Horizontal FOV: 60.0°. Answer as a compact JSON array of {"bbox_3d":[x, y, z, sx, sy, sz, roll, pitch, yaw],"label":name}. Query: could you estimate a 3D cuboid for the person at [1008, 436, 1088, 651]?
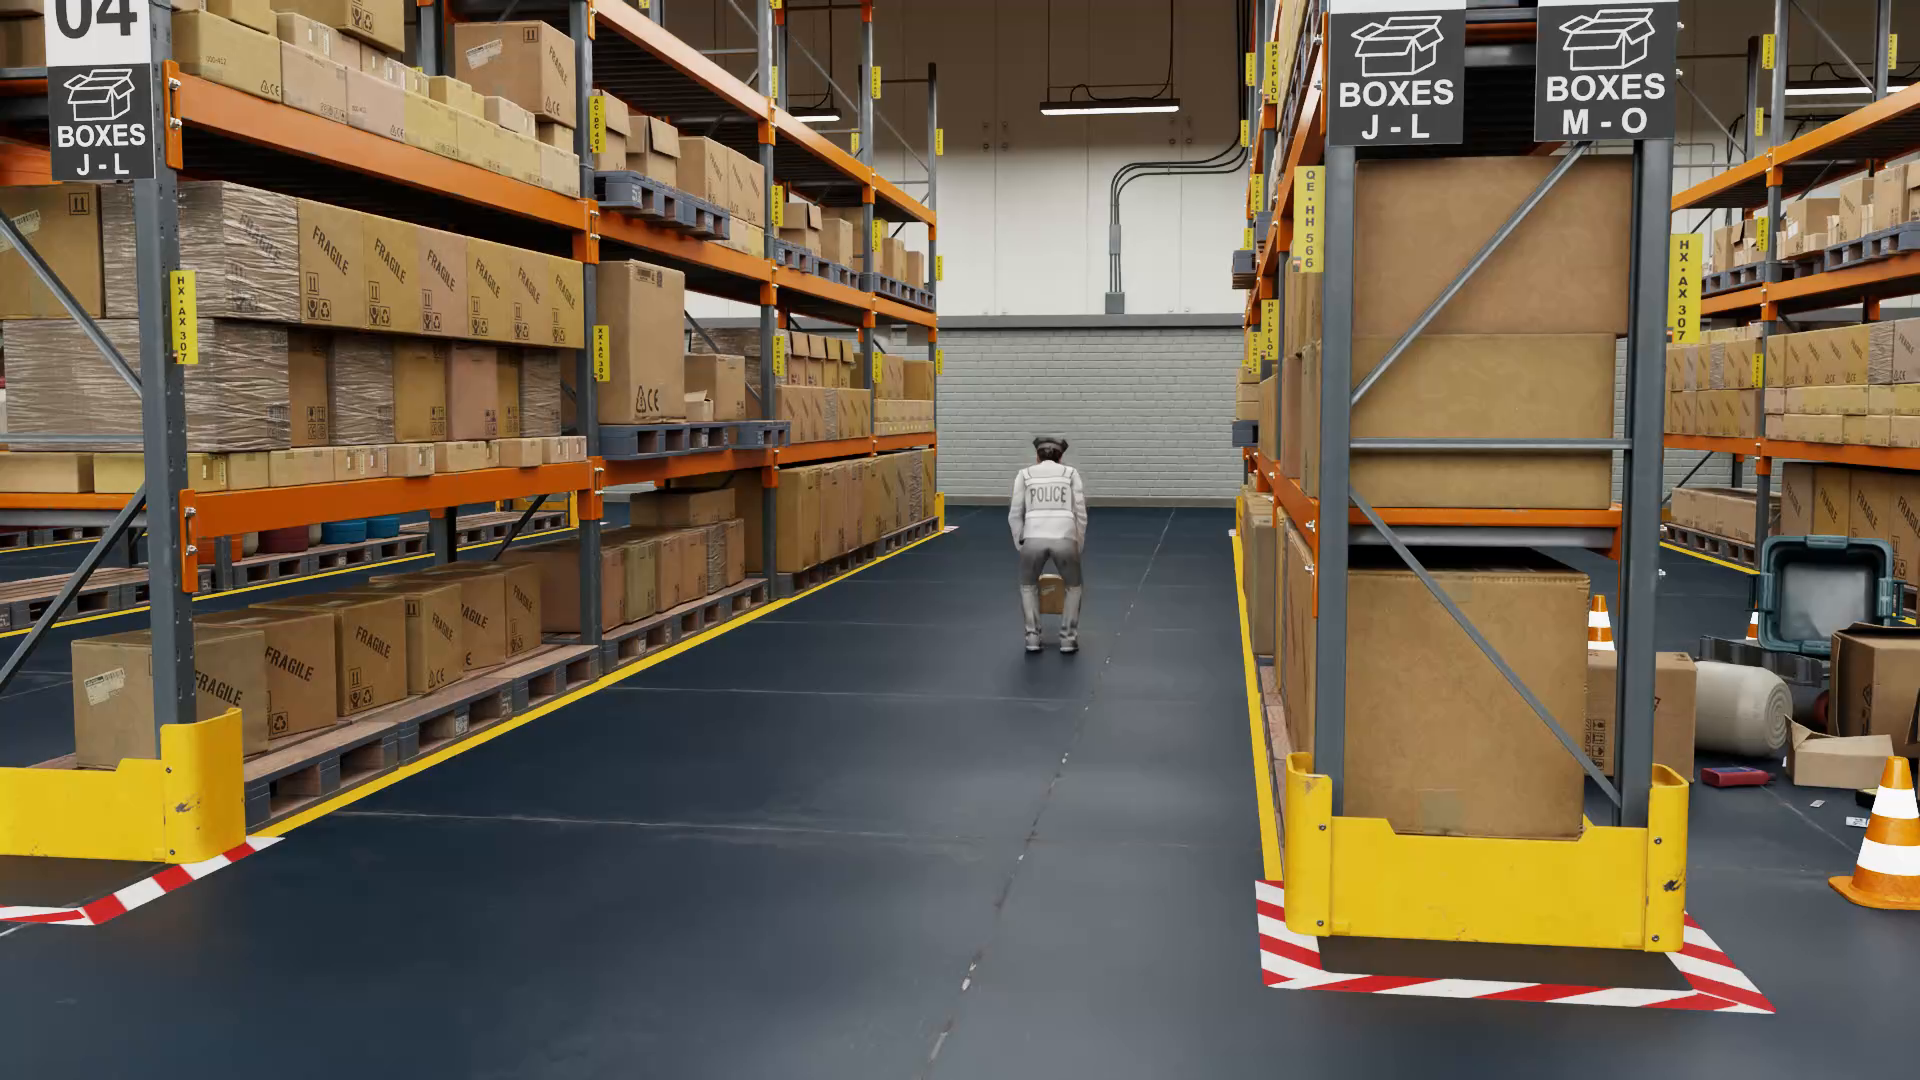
[{"bbox_3d":[0.581,0.026,11.100,0.534,1.430,0.673,1,5,9],"label":"person"}]
